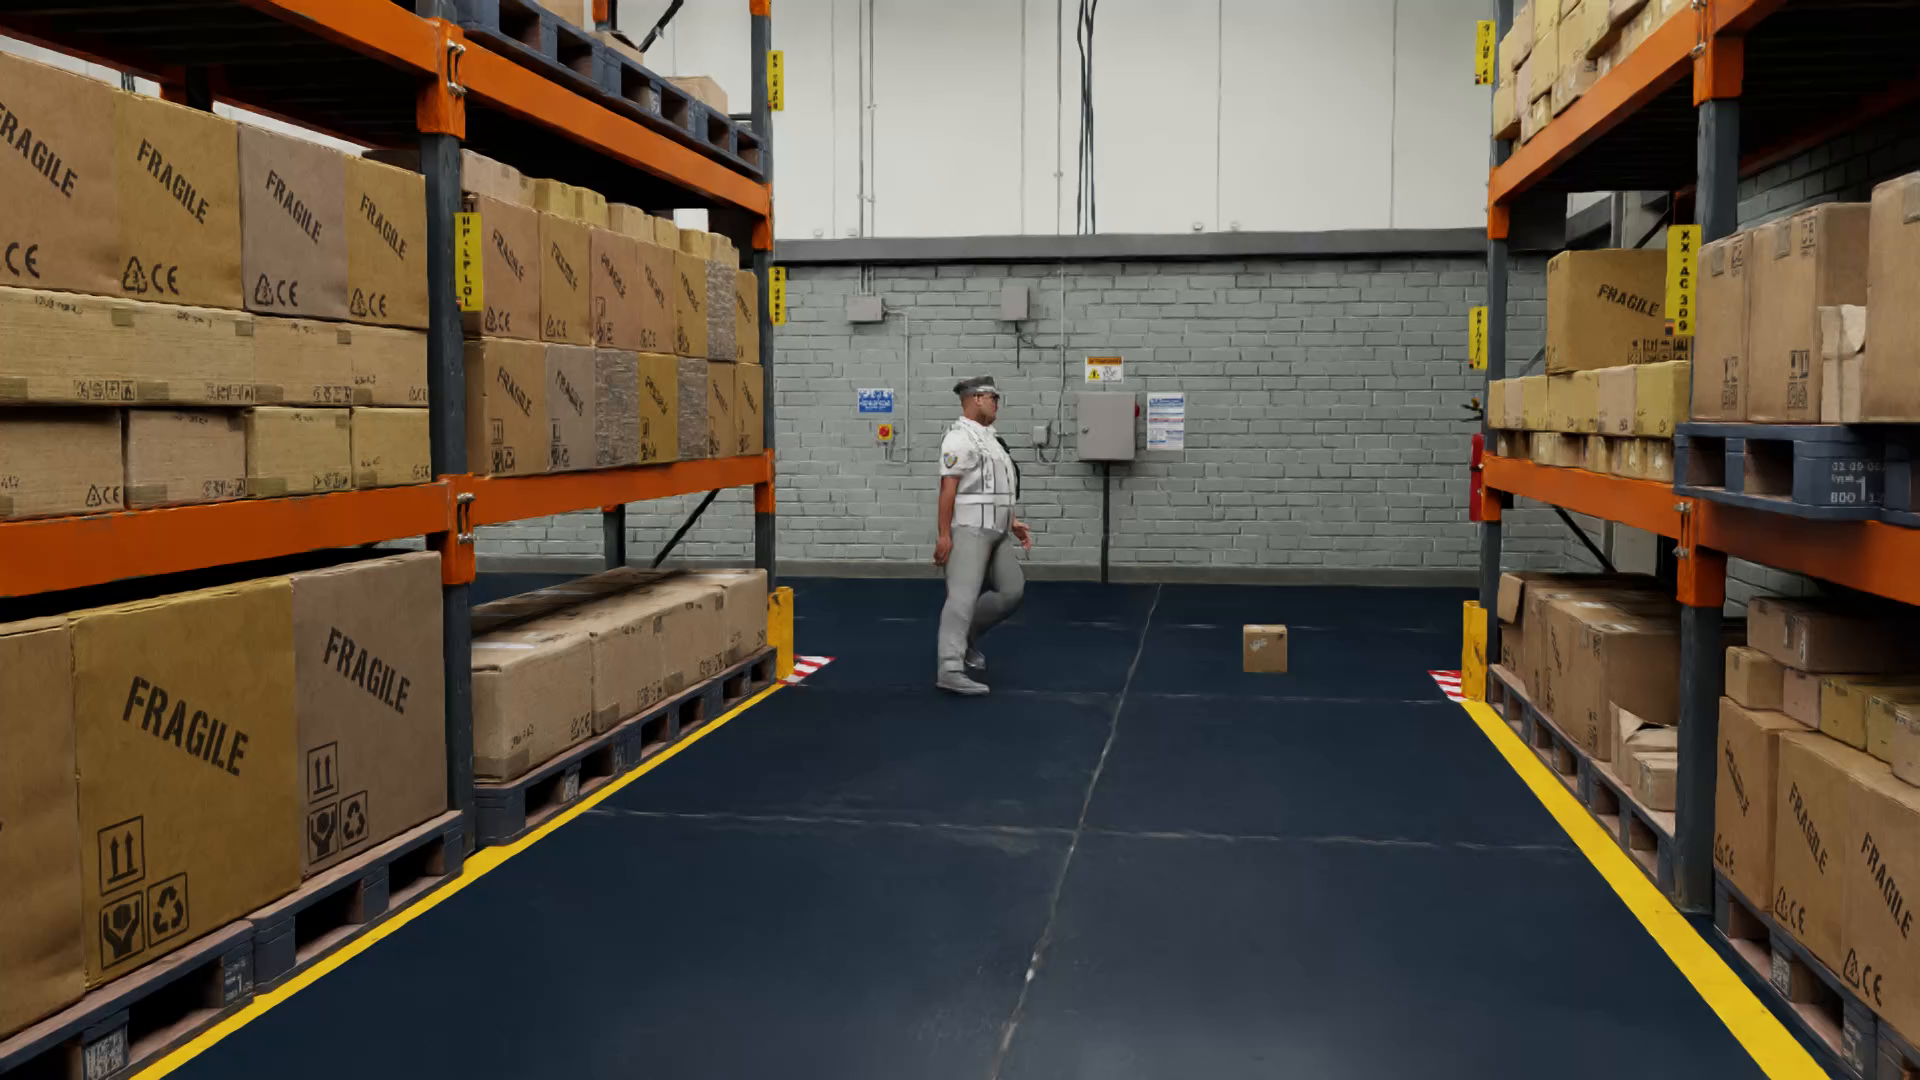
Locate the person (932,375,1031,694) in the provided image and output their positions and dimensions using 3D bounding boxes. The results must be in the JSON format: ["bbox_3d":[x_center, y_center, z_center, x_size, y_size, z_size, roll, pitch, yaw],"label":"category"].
[{"bbox_3d":[0.071,-0.050,9.266,0.554,1.740,0.691,2,5,23],"label":"person"}]
